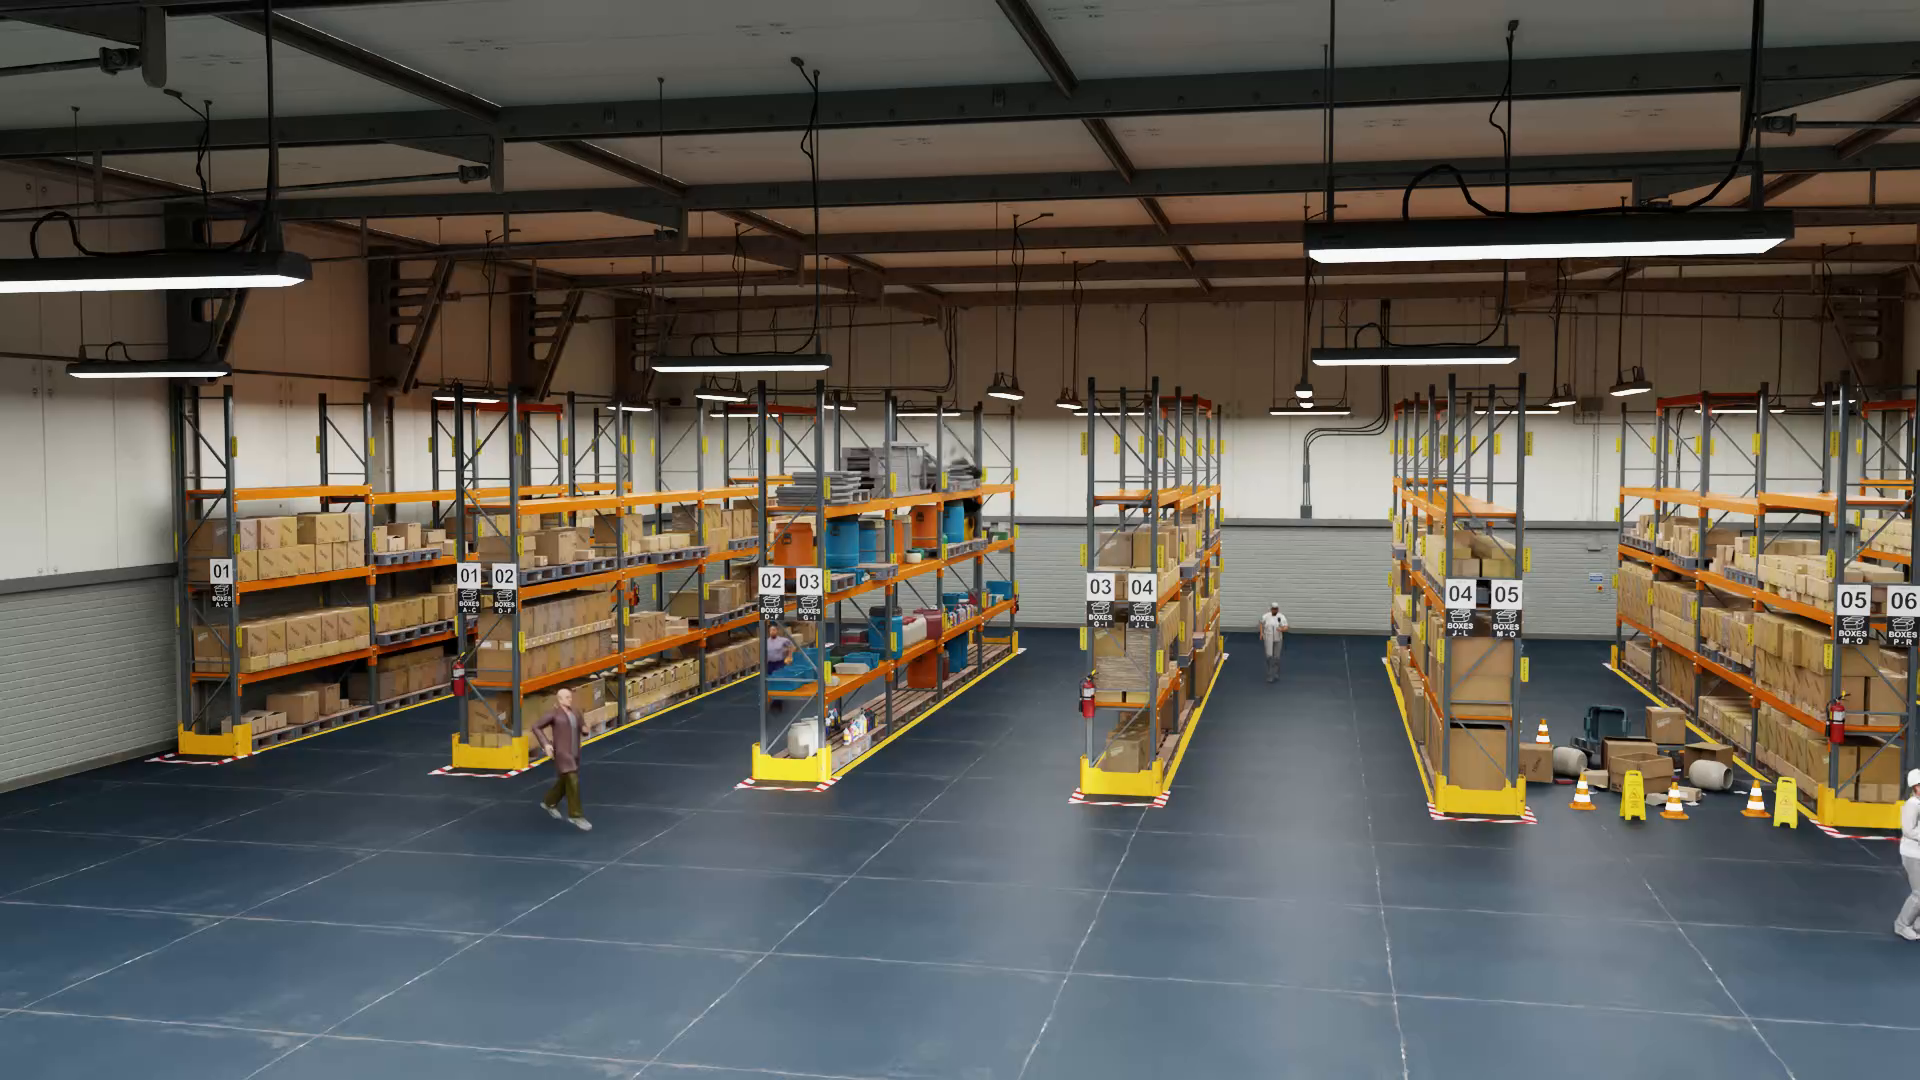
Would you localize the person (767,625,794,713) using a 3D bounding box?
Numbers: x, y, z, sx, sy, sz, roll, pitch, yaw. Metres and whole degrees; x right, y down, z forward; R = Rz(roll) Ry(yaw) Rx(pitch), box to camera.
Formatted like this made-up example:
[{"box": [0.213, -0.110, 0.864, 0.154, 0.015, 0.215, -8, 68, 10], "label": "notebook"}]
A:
[{"box": [-3.487, 2.443, 31.394, 0.613, 1.704, 0.711, 1, 3, 9], "label": "person"}]

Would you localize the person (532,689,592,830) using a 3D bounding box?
[{"box": [-5.201, 2.870, 21.929, 0.996, 1.792, 0.688, 2, 4, 28], "label": "person"}]

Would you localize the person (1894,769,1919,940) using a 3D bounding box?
[{"box": [9.747, 3.179, 16.758, 0.711, 1.742, 0.583, -2, 4, -35], "label": "person"}]

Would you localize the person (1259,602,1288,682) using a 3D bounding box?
[{"box": [6.721, 2.186, 35.635, 0.573, 1.725, 0.821, 0, 3, 4], "label": "person"}]
